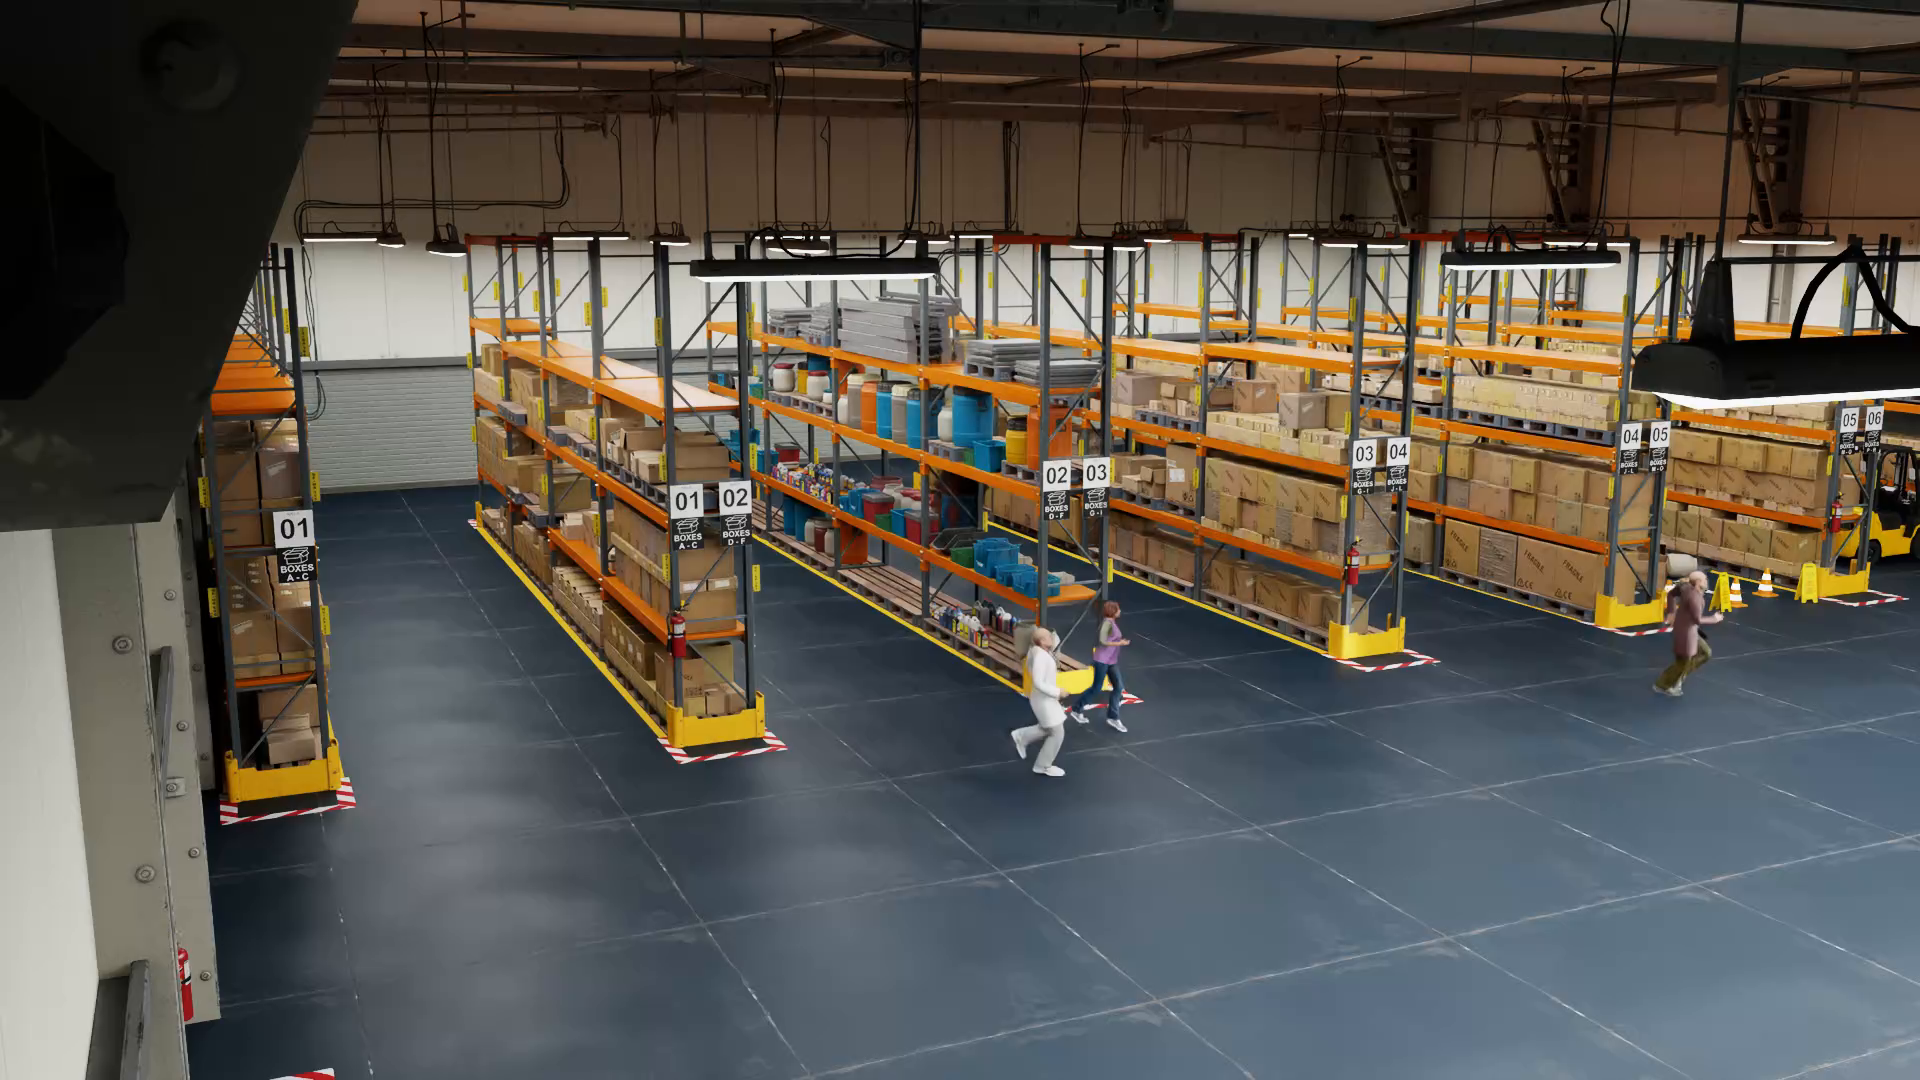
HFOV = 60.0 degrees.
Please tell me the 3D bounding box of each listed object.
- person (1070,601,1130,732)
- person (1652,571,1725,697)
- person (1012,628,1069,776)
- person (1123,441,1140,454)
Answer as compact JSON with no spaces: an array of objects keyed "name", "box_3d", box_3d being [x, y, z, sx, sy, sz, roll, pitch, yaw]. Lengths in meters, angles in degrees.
[{"name":"person","box_3d":[1.818,1.556,20.967,0.736,1.600,0.565,5,12,23]},{"name":"person","box_3d":[9.692,1.247,22.088,0.793,1.726,0.759,3,11,16]},{"name":"person","box_3d":[0.919,1.855,19.066,0.637,1.736,0.757,-1,11,-3]},{"name":"person","box_3d":[4.313,-2.516,41.756,0.835,1.652,0.591,3,12,17]}]
